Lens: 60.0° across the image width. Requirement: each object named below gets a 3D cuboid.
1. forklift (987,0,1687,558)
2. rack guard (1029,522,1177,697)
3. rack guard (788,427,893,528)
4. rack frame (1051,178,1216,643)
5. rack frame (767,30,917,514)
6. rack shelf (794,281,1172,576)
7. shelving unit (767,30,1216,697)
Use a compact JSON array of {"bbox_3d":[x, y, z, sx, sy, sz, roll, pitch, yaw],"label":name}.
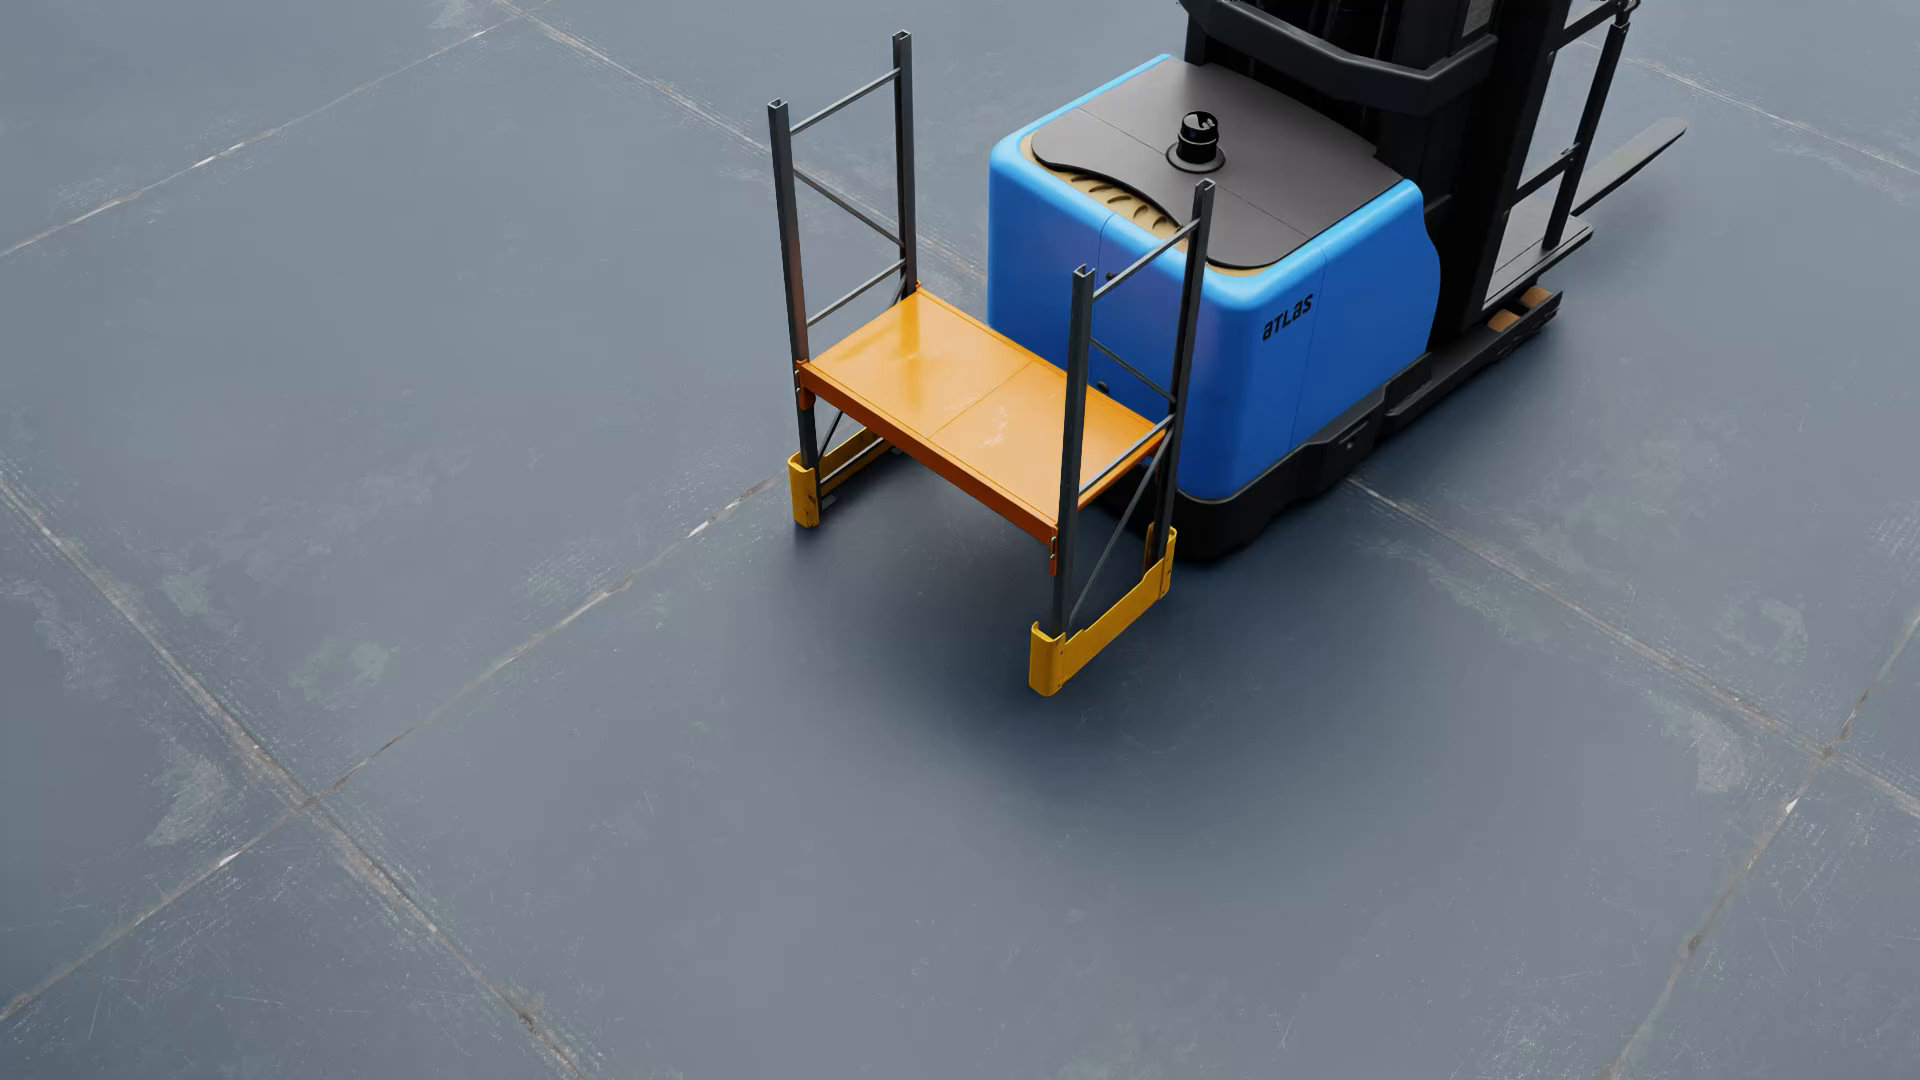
[{"bbox_3d":[1.493,-1.897,5.020,3.031,2.935,1.130,-34,55,-28],"label":"forklift"},{"bbox_3d":[0.422,0.198,4.892,0.087,0.250,0.587,34,55,28],"label":"rack guard"},{"bbox_3d":[-0.310,-0.294,5.355,0.087,0.250,0.587,34,55,28],"label":"rack guard"},{"bbox_3d":[0.436,-0.220,4.428,0.032,1.500,0.500,34,55,28],"label":"rack frame"},{"bbox_3d":[-0.311,-0.723,4.900,0.032,1.500,0.500,34,55,28],"label":"rack frame"},{"bbox_3d":[0.063,-0.348,4.795,1.000,0.185,0.538,34,55,28],"label":"rack shelf"},{"bbox_3d":[0.056,-0.476,4.668,1.083,1.500,0.587,34,55,28],"label":"shelving unit"}]
